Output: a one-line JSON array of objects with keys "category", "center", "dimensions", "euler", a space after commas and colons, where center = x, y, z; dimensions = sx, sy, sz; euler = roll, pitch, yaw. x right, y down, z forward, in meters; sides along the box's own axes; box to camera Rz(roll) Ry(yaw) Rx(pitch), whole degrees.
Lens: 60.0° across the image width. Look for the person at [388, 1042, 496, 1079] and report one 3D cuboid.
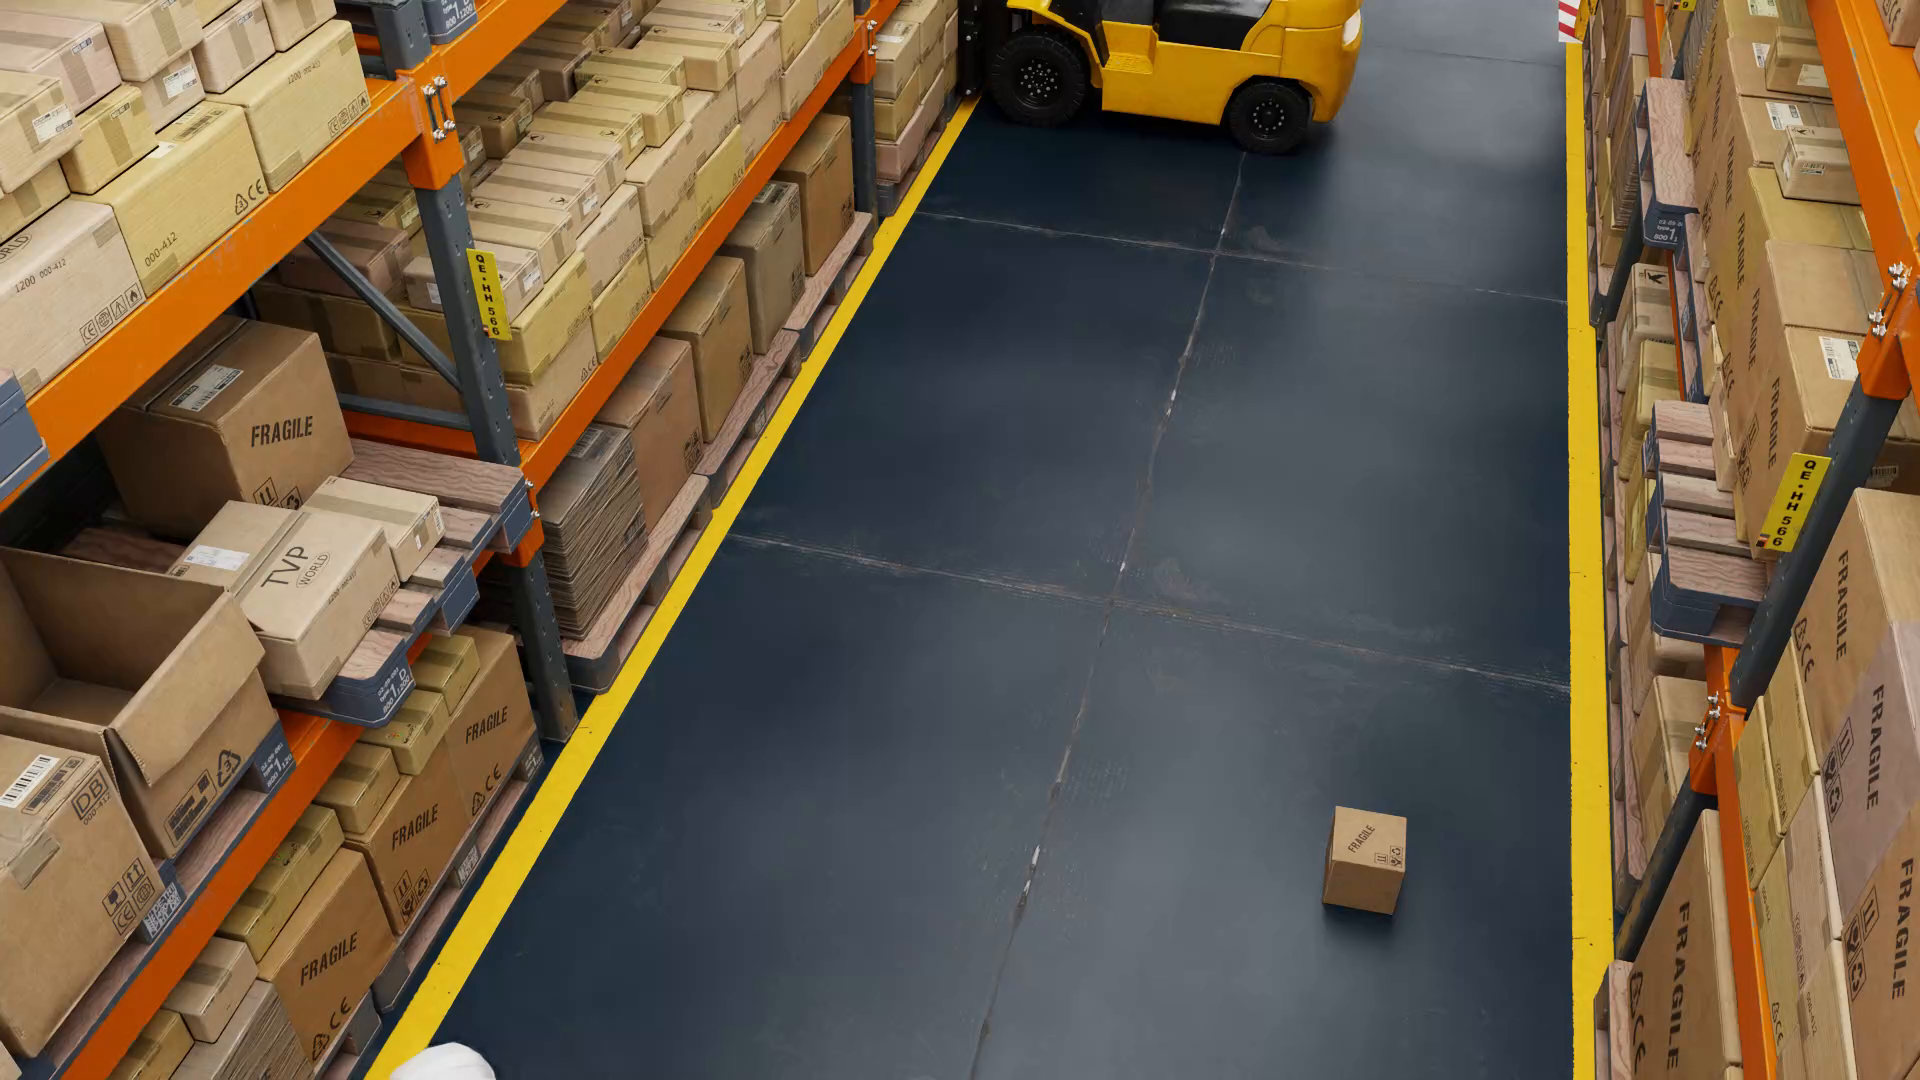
[{"category": "person", "center": [-1.177, 1.818, 4.021], "dimensions": [0.489, 1.794, 0.588], "euler": [-33, 51, -32]}]
